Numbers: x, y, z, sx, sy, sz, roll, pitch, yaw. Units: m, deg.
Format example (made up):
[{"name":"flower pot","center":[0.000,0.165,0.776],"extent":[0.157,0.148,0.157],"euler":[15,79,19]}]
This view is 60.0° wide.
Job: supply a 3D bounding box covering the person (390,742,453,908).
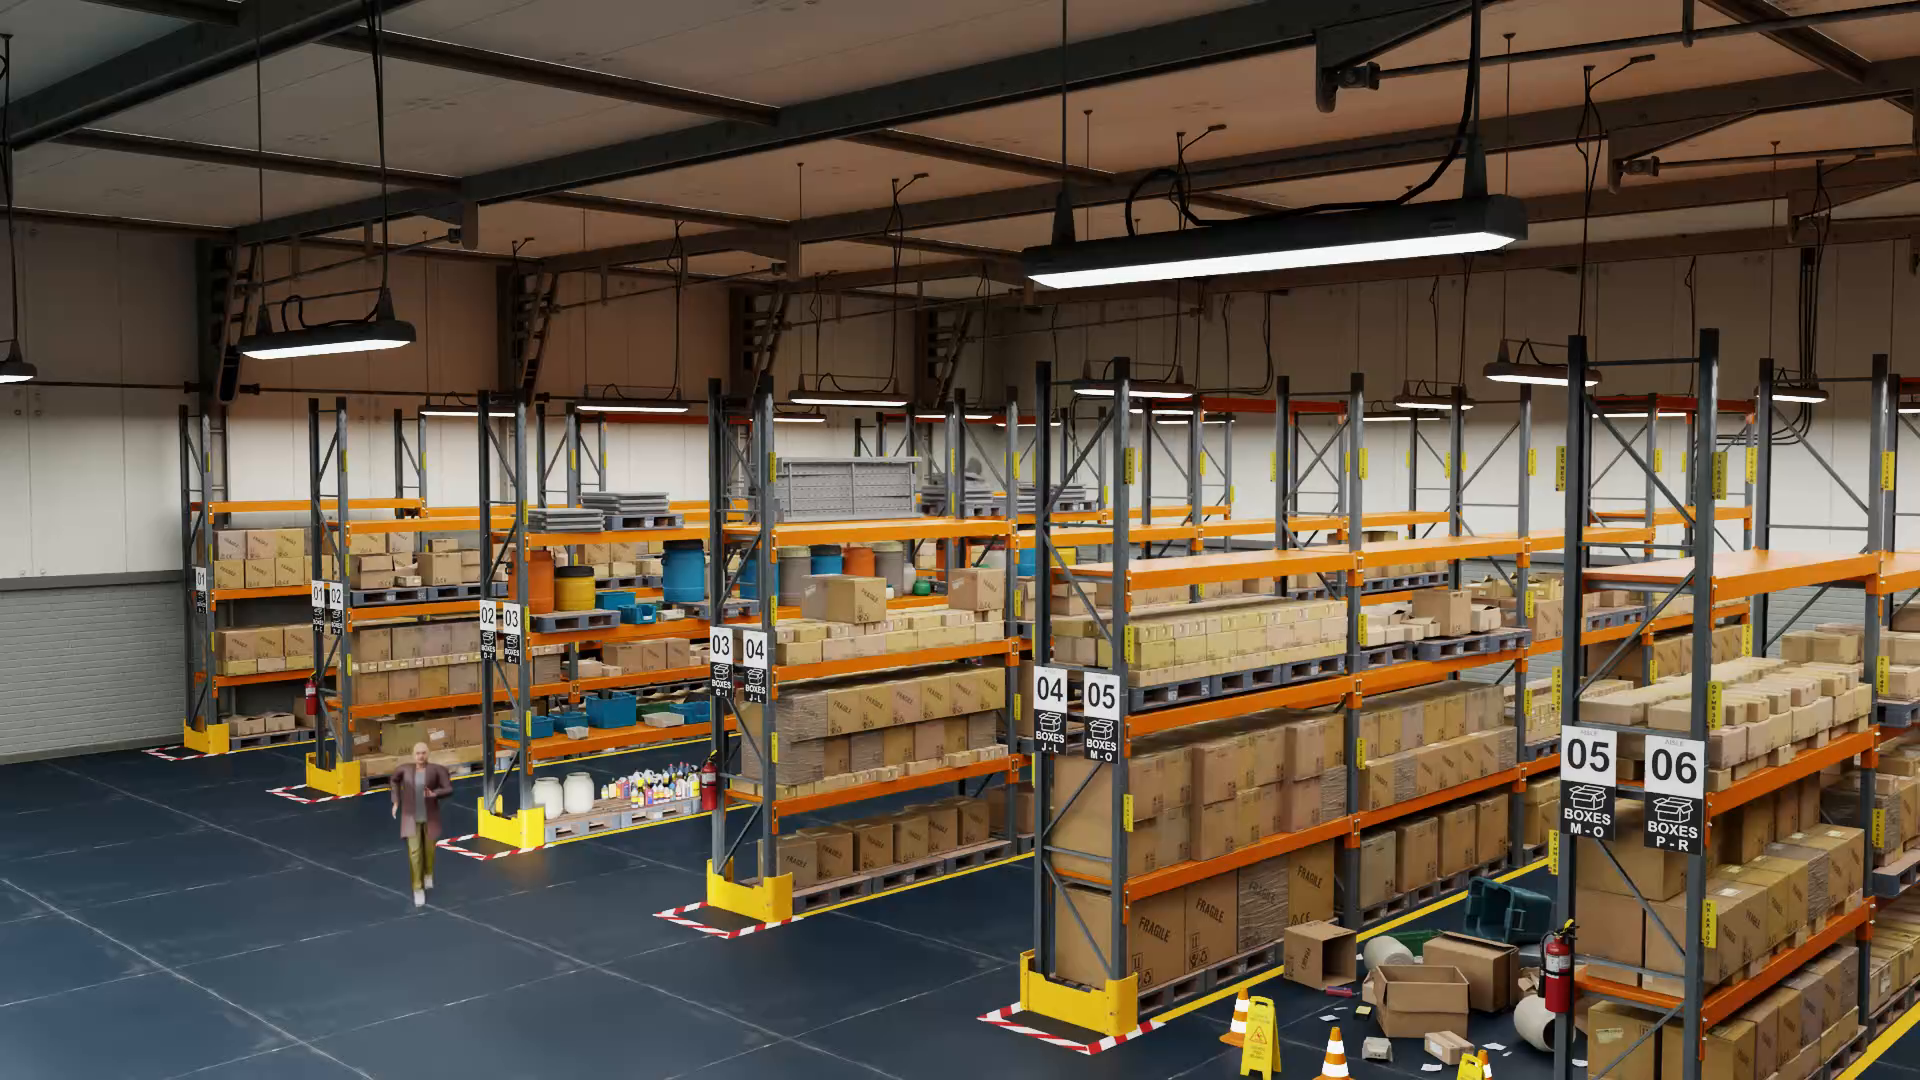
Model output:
[{"name":"person","center":[-6.226,3.235,19.251],"extent":[0.681,1.808,0.996],"euler":[-1,3,-20]}]
